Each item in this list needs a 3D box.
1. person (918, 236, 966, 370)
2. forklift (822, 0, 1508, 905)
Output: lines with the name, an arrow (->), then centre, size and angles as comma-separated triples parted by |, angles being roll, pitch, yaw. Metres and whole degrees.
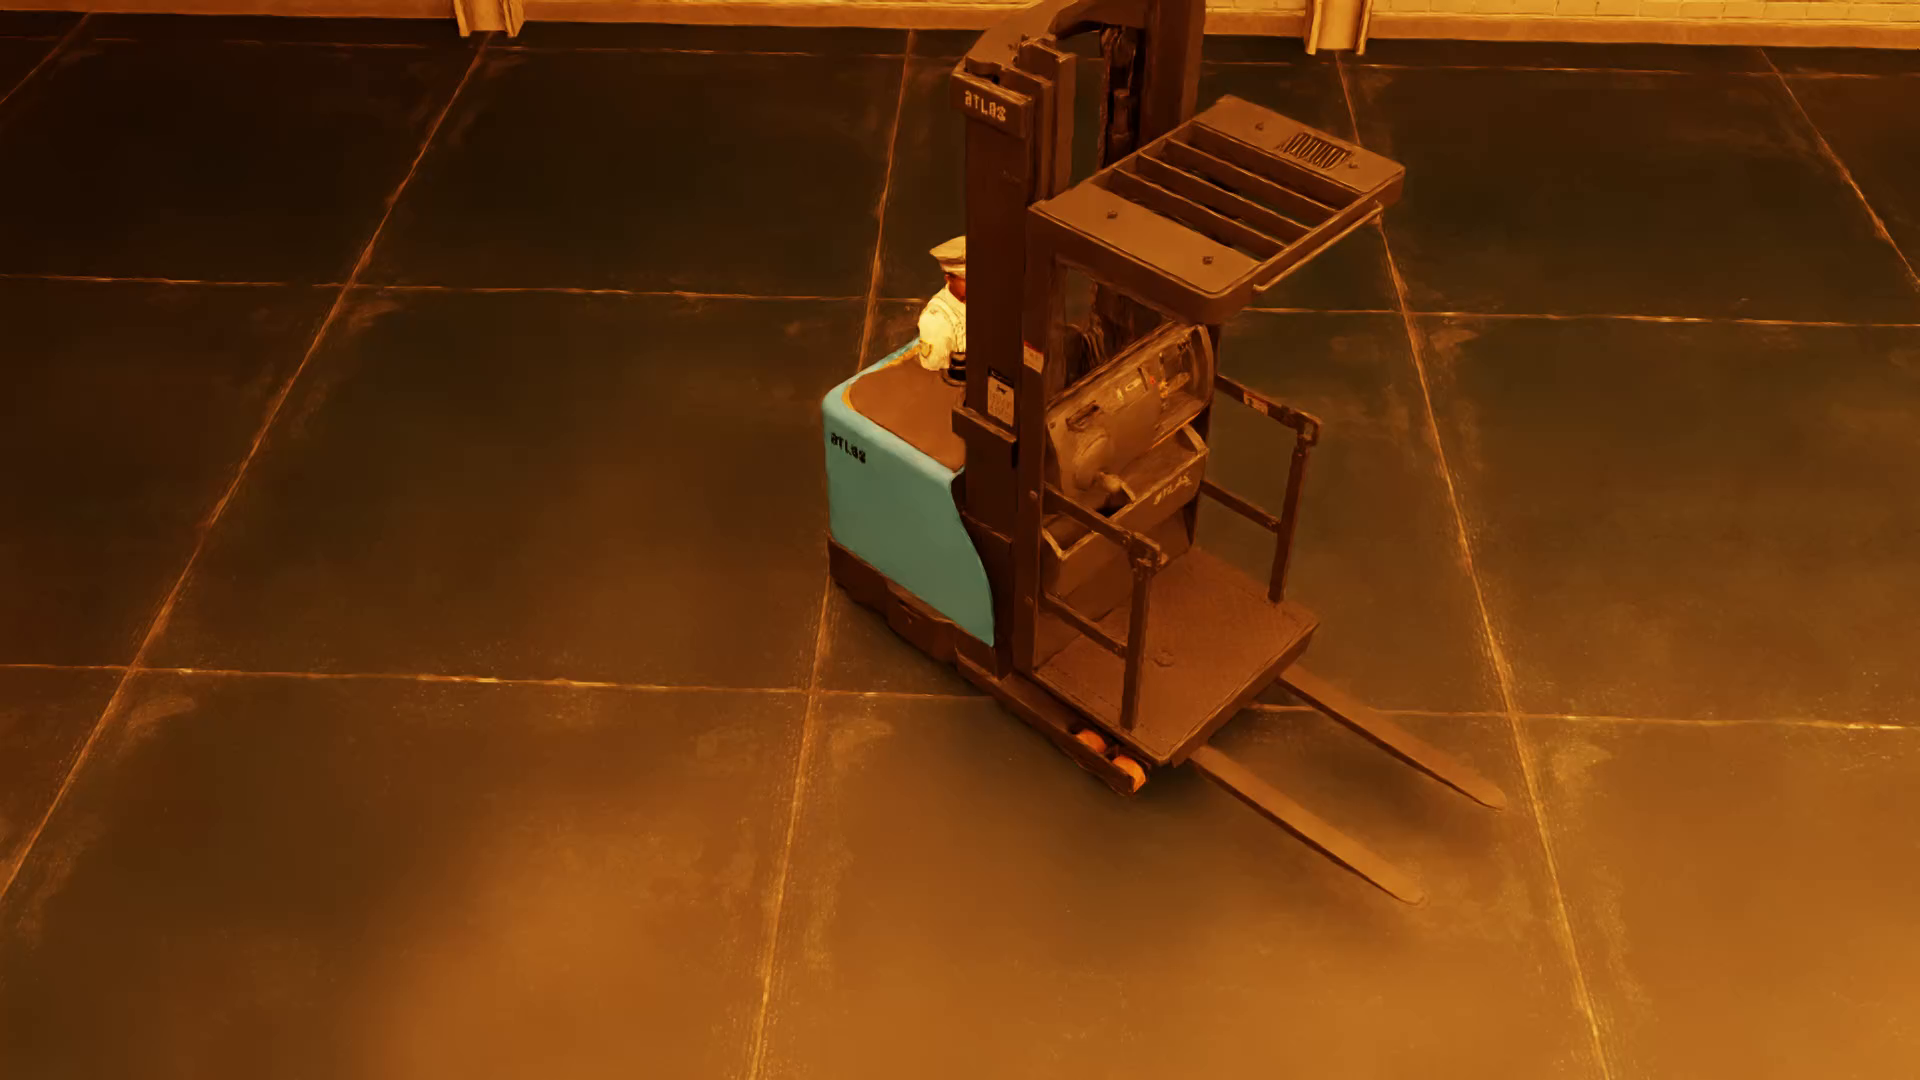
person -> 0.097, -0.569, 7.300 | 0.475, 1.680, 0.563 | -34, 52, -31
forklift -> 0.813, -0.445, 6.229 | 3.031, 2.935, 1.130 | 33, 52, 31
